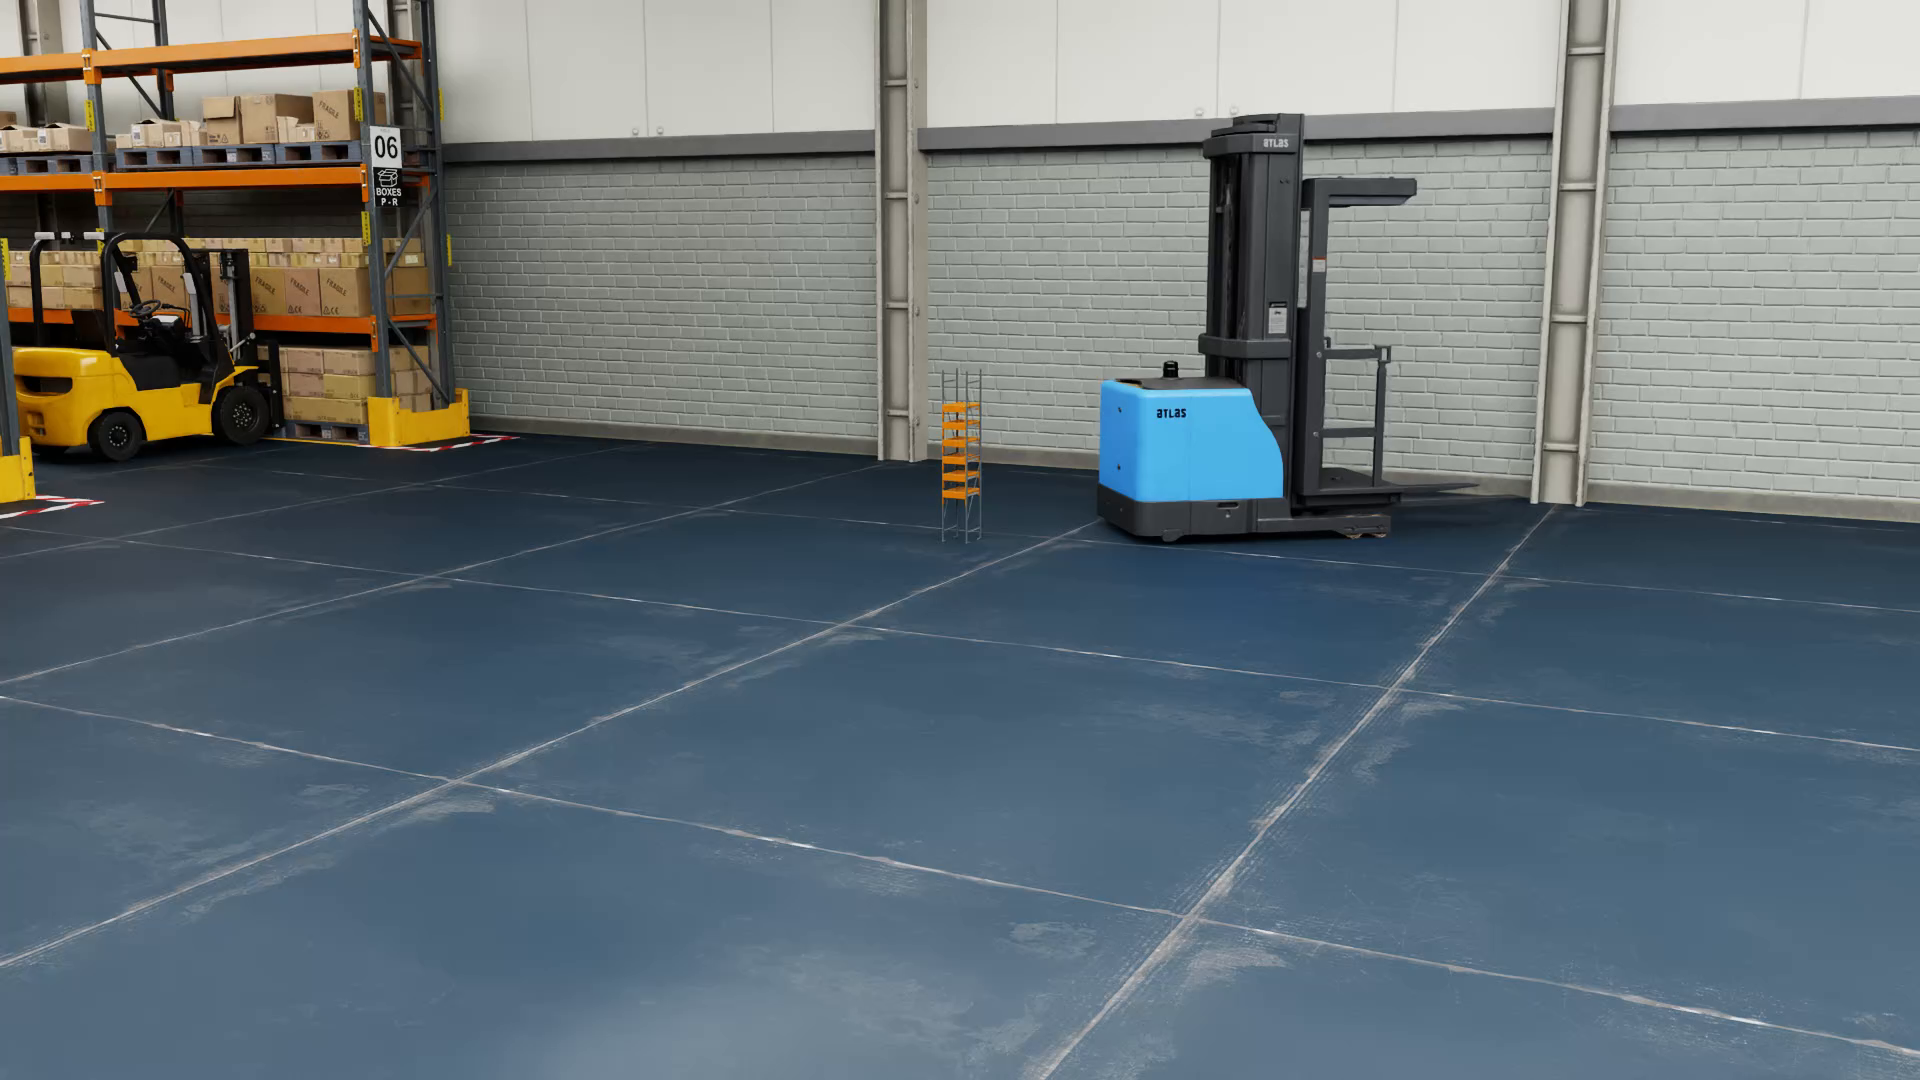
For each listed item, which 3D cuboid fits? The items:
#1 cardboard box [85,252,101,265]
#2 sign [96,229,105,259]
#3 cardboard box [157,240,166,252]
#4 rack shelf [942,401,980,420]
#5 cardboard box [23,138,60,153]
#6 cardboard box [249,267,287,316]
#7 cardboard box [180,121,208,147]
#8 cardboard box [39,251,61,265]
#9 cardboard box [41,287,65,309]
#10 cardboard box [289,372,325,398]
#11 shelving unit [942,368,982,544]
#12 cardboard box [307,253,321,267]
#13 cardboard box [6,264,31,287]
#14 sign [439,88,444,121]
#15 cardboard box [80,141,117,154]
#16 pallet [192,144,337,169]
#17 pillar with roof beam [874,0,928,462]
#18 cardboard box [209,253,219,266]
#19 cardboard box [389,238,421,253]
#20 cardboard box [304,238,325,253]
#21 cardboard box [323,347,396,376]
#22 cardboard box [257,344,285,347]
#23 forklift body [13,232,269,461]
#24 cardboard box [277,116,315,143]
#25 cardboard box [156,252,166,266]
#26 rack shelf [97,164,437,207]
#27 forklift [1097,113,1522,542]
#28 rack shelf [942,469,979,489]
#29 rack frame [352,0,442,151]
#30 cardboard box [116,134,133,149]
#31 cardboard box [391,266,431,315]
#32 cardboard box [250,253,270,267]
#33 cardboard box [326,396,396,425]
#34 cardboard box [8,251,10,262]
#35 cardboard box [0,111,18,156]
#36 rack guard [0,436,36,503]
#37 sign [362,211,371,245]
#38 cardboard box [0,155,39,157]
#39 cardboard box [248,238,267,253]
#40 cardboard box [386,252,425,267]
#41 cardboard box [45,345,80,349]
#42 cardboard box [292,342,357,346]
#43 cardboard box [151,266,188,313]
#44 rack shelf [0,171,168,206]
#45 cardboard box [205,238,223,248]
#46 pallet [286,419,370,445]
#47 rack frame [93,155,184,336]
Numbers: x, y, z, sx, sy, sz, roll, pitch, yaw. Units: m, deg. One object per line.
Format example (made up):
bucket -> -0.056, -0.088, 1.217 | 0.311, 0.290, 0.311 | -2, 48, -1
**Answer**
cardboard box -> -9.695, -3.205, 18.912 | 0.250, 0.149, 0.380 | 5, 12, 28
sign -> -9.522, -3.288, 18.447 | 0.005, 0.325, 0.100 | 5, 11, 26
cardboard box -> -8.629, -3.262, 18.395 | 0.250, 0.149, 0.380 | 5, 11, 25
rack shelf -> 0.013, -0.900, 11.561 | 0.180, 0.103, 0.258 | 5, 11, 26
cardboard box -> -10.411, -4.491, 18.946 | 0.250, 0.149, 0.380 | 5, 11, 26
cardboard box -> -7.182, -2.658, 17.715 | 0.500, 0.500, 0.500 | 5, 11, 25
cardboard box -> -8.094, -4.345, 17.810 | 0.258, 0.266, 0.396 | 5, 11, 24
cardboard box -> -10.425, -3.249, 19.159 | 0.250, 0.149, 0.380 | 5, 11, 24
cardboard box -> -10.312, -2.808, 19.242 | 0.500, 0.250, 0.500 | 5, 11, 25
cardboard box -> -6.723, -1.659, 17.611 | 0.500, 0.250, 0.500 | 5, 11, 25
shelving unit -> 0.013, -0.589, 11.617 | 0.189, 1.200, 0.258 | 5, 11, 26
cardboard box -> -6.586, -2.926, 17.373 | 0.250, 0.149, 0.380 | 5, 12, 27
cardboard box -> -10.764, -3.095, 19.428 | 0.500, 0.250, 0.500 | 5, 12, 27
sign -> -5.453, -4.563, 17.419 | 0.005, 0.325, 0.100 | 5, 11, 26
cardboard box -> -9.965, -4.551, 19.278 | 0.250, 0.149, 0.380 | 5, 11, 26
pallet -> -7.424, -4.118, 17.886 | 1.213, 0.211, 1.003 | 5, 11, 26
pillar with roof beam -> -2.453, -4.520, 11.437 | 0.400, 9.000, 9.100 | 5, 11, 26
cardboard box -> -7.986, -3.041, 18.006 | 0.250, 0.149, 0.380 | 5, 11, 24
cardboard box -> -5.910, -3.105, 17.526 | 0.250, 0.149, 0.380 | 5, 11, 25
cardboard box -> -6.600, -3.070, 17.331 | 0.250, 0.149, 0.380 | 5, 12, 27
cardboard box -> -6.254, -1.862, 17.328 | 0.500, 0.250, 0.500 | 5, 12, 28
cardboard box -> -7.623, -1.980, 17.983 | 0.500, 0.250, 0.500 | 5, 11, 25
forklift body -> -8.211, -1.970, 16.576 | 1.214, 2.155, 2.313 | 5, 11, 26
cardboard box -> -6.808, -4.232, 17.186 | 0.258, 0.266, 0.396 | 5, 11, 26
cardboard box -> -8.642, -3.110, 18.388 | 0.250, 0.149, 0.380 | 5, 11, 26
rack shelf -> -7.497, -3.809, 17.952 | 4.000, 0.370, 1.077 | 5, 11, 26
forklift -> 2.589, -1.540, 12.012 | 3.031, 2.935, 1.130 | -2, 10, -12
rack shelf -> 0.013, -0.427, 11.646 | 0.180, 0.103, 0.258 | 5, 11, 26
rack frame -> -5.703, -5.482, 16.750 | 0.127, 3.000, 1.000 | 5, 11, 26
cardboard box -> -9.023, -4.369, 18.271 | 0.250, 0.149, 0.380 | 5, 12, 27
cardboard box -> -6.025, -2.662, 17.736 | 0.500, 0.500, 0.500 | 5, 12, 28
cardboard box -> -7.300, -2.978, 17.658 | 0.250, 0.149, 0.380 | 5, 11, 26
cardboard box -> -6.265, -1.370, 17.418 | 0.500, 0.250, 0.500 | 5, 11, 26
cardboard box -> -11.126, -3.309, 19.489 | 0.250, 0.149, 0.380 | 5, 11, 24
cardboard box -> -11.423, -4.765, 19.472 | 0.500, 0.500, 0.500 | 5, 12, 27
rack guard -> -7.965, -0.512, 13.158 | 0.348, 0.500, 1.175 | 5, 11, 26
sign -> -5.956, -3.130, 16.687 | 0.005, 0.325, 0.100 | 5, 11, 26
cardboard box -> -11.308, -4.682, 19.950 | 0.250, 0.166, 0.380 | 5, 11, 26
cardboard box -> -7.307, -3.123, 17.628 | 0.250, 0.149, 0.380 | 5, 12, 27
cardboard box -> -5.893, -2.966, 17.594 | 0.250, 0.149, 0.380 | 5, 11, 24
cardboard box -> -10.456, -1.985, 19.762 | 0.625, 0.625, 0.875 | 5, 11, 25
cardboard box -> -6.944, -2.023, 18.221 | 0.500, 0.250, 0.500 | 5, 11, 25
cardboard box -> -8.534, -2.779, 18.381 | 0.500, 0.500, 0.500 | 5, 12, 27
rack shelf -> -11.084, -4.124, 19.694 | 4.000, 0.370, 1.077 | 5, 11, 26
cardboard box -> -7.946, -3.198, 18.041 | 0.250, 0.149, 0.380 | 5, 11, 26
pallet -> -6.408, -1.211, 17.829 | 1.213, 0.211, 1.003 | 5, 11, 26
rack frame -> -9.291, -2.845, 19.026 | 0.127, 3.000, 1.000 | 5, 11, 26
